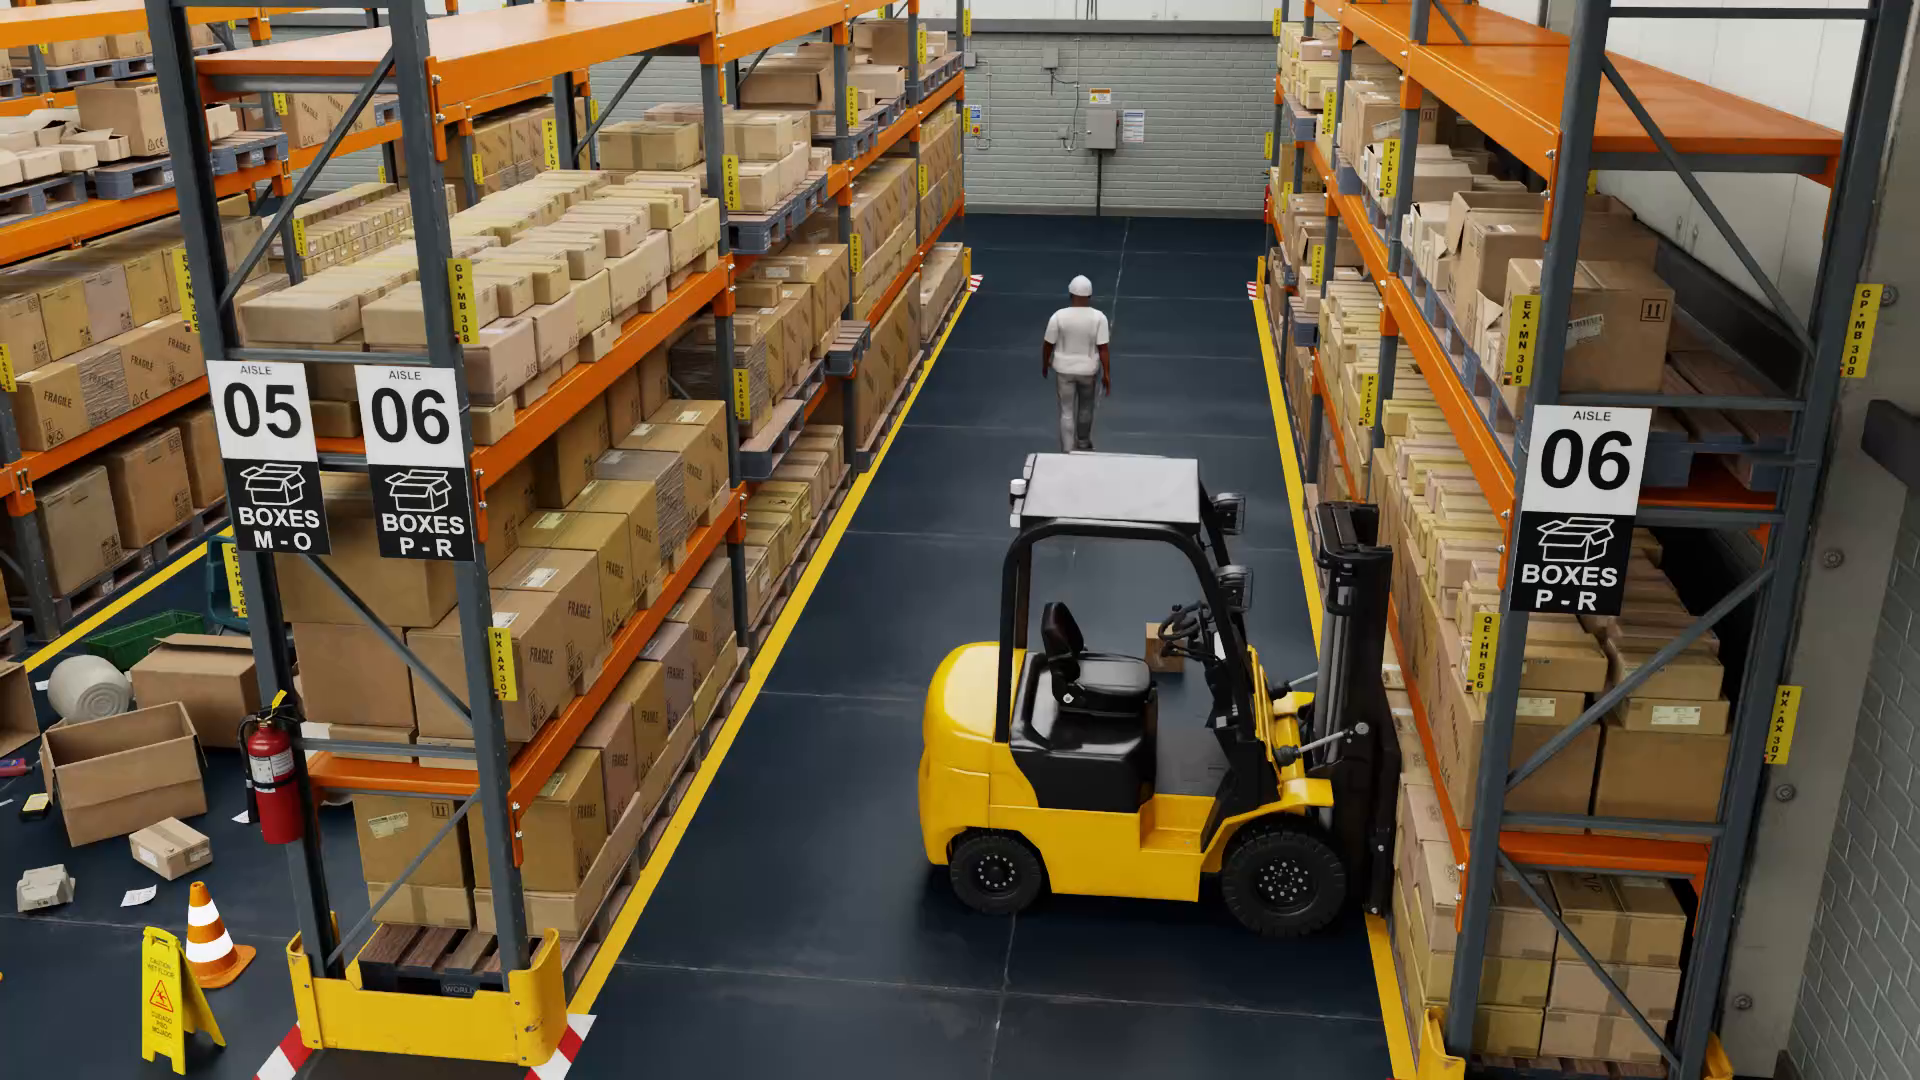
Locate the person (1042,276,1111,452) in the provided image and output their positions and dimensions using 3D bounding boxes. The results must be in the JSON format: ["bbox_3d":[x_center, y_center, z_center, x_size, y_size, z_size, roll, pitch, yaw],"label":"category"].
[{"bbox_3d":[1.050,-1.589,15.150,0.612,1.710,0.989,0,21,-1],"label":"person"}]
